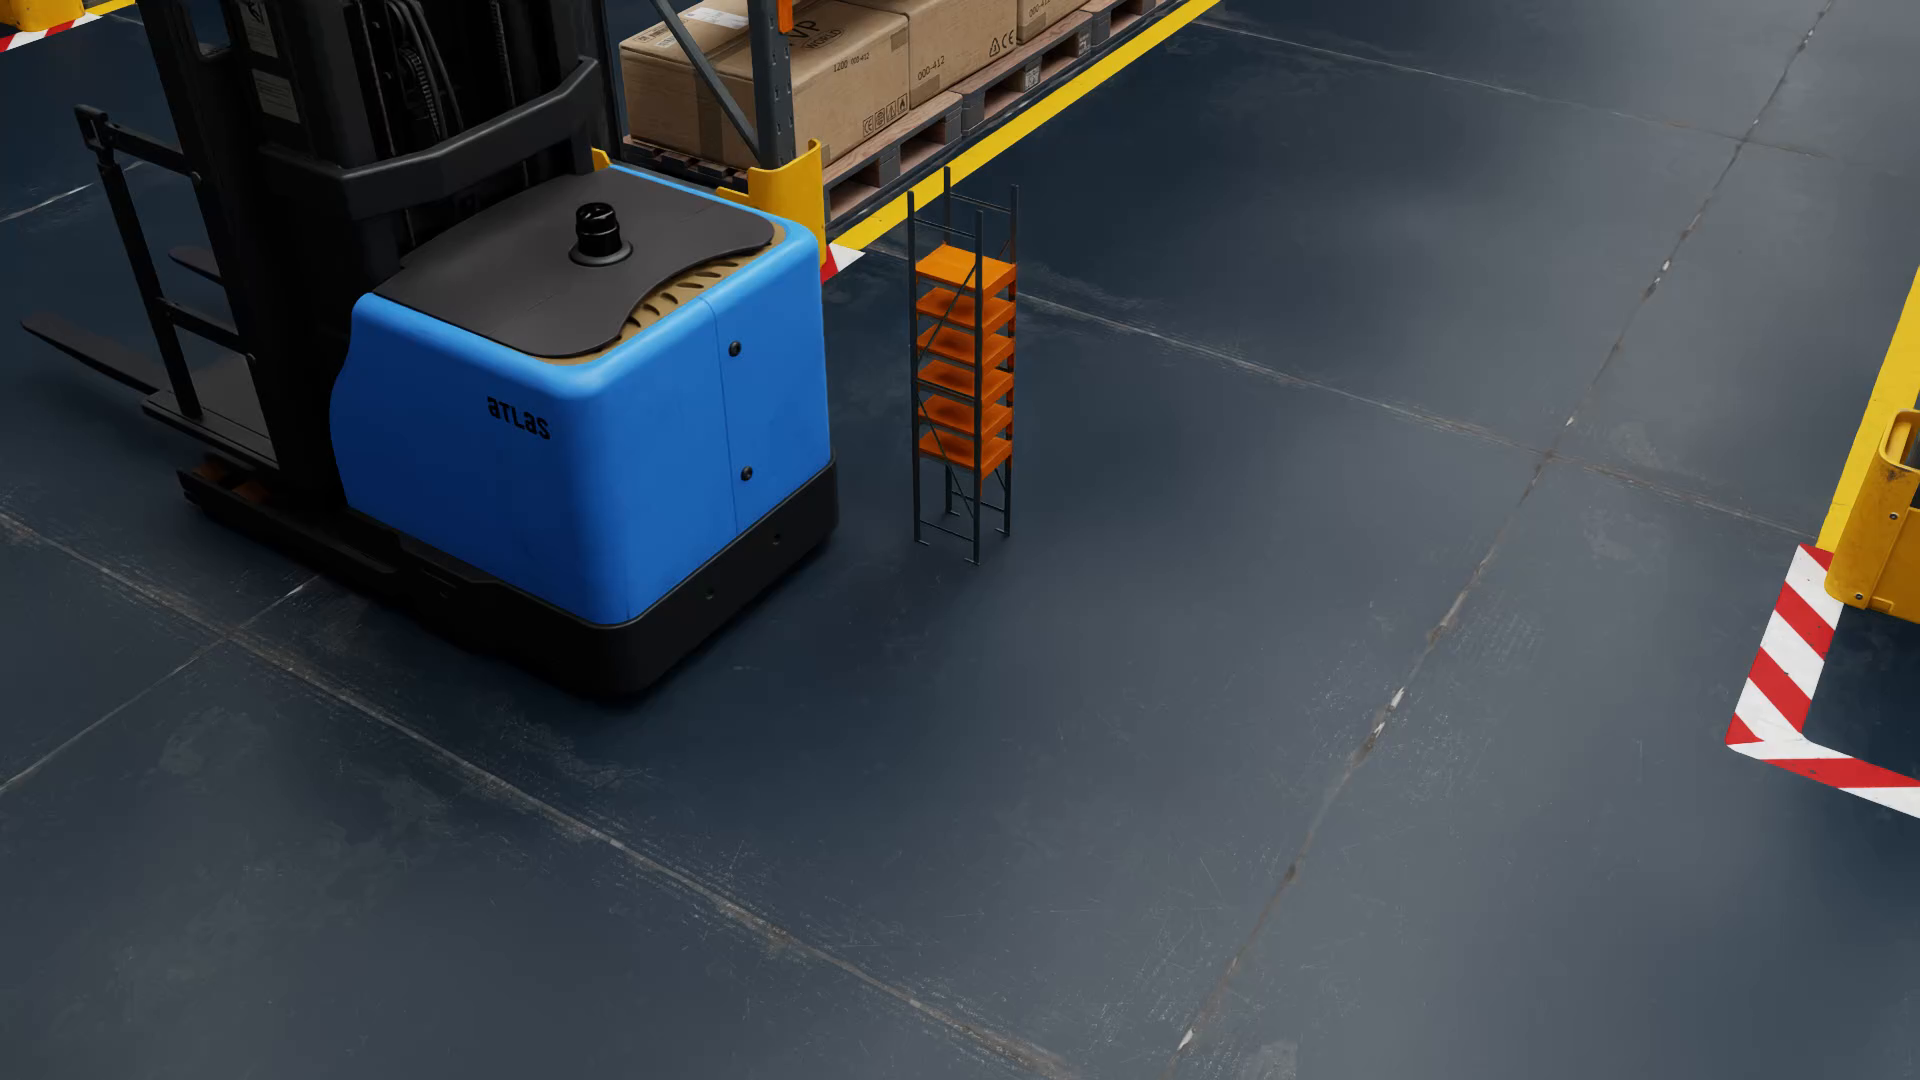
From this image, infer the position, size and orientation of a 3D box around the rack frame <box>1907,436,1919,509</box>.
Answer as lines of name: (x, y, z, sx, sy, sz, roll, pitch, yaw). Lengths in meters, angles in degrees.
rack frame: (3.148, -0.878, 3.932, 1.000, 3.000, 0.127, 21, 42, 25)

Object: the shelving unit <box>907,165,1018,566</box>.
shelving unit: (0.008, -0.483, 4.893, 0.258, 1.200, 0.189, 21, 42, 25)

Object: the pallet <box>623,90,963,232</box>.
pallet: (-0.723, -1.779, 7.384, 1.003, 0.211, 1.213, 21, 42, 25)

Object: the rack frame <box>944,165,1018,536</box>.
rack frame: (0.057, -0.530, 4.955, 0.240, 1.200, 0.006, 21, 42, 25)

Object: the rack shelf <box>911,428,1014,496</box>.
rack shelf: (0.008, -0.257, 5.067, 0.258, 0.103, 0.180, 21, 42, 25)

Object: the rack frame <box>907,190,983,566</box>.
rack frame: (-0.041, -0.435, 4.832, 0.240, 1.200, 0.006, 21, 42, 25)

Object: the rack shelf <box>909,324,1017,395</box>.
rack shelf: (0.008, -0.543, 4.847, 0.258, 0.103, 0.180, 21, 42, 25)

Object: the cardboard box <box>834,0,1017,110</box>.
cardboard box: (-0.333, -2.444, 7.718, 0.875, 0.438, 0.875, 22, 43, 26)

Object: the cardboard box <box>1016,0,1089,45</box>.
cardboard box: (0.151, -2.909, 8.321, 0.875, 0.438, 0.875, 20, 42, 24)

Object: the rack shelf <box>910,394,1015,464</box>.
rack shelf: (0.008, -0.352, 4.994, 0.258, 0.103, 0.180, 21, 42, 25)

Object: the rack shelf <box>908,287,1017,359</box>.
rack shelf: (0.008, -0.638, 4.774, 0.258, 0.103, 0.180, 21, 42, 25)

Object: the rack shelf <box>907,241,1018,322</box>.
rack shelf: (0.008, -0.733, 4.701, 0.258, 0.103, 0.180, 21, 42, 25)

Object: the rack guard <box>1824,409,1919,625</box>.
rack guard: (3.189, 0.073, 4.746, 1.175, 0.500, 0.348, 21, 42, 25)

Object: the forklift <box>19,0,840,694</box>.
forklift: (-1.890, -1.428, 4.702, 3.031, 2.935, 1.130, 22, 43, 26)

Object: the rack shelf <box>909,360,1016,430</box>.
rack shelf: (0.008, -0.447, 4.920, 0.258, 0.103, 0.180, 21, 42, 25)

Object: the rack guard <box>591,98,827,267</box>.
rack guard: (-1.098, -1.443, 6.712, 1.175, 0.500, 0.348, 21, 42, 25)

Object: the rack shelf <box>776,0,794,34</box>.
rack shelf: (-0.014, -3.191, 7.522, 1.077, 0.370, 4.000, 21, 42, 25)

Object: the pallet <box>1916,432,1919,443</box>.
pallet: (3.654, -0.220, 5.363, 1.003, 0.211, 1.213, 21, 42, 25)

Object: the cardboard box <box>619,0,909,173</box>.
cardboard box: (-0.816, -1.970, 7.103, 0.875, 0.438, 0.875, 20, 42, 24)

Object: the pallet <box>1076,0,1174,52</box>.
pallet: (0.584, -3.036, 9.016, 1.003, 0.211, 1.213, 21, 42, 25)

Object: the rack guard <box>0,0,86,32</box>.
rack guard: (-5.238, -3.116, 8.883, 1.175, 0.500, 0.348, 21, 42, 25)

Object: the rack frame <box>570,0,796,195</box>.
rack frame: (-1.086, -2.445, 5.965, 1.000, 3.000, 0.127, 21, 42, 25)

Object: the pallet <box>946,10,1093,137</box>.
pallet: (-0.069, -2.405, 8.197, 1.003, 0.211, 1.213, 21, 42, 25)

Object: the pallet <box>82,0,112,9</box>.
pallet: (-4.812, -3.413, 9.505, 1.003, 0.211, 1.213, 21, 42, 25)
